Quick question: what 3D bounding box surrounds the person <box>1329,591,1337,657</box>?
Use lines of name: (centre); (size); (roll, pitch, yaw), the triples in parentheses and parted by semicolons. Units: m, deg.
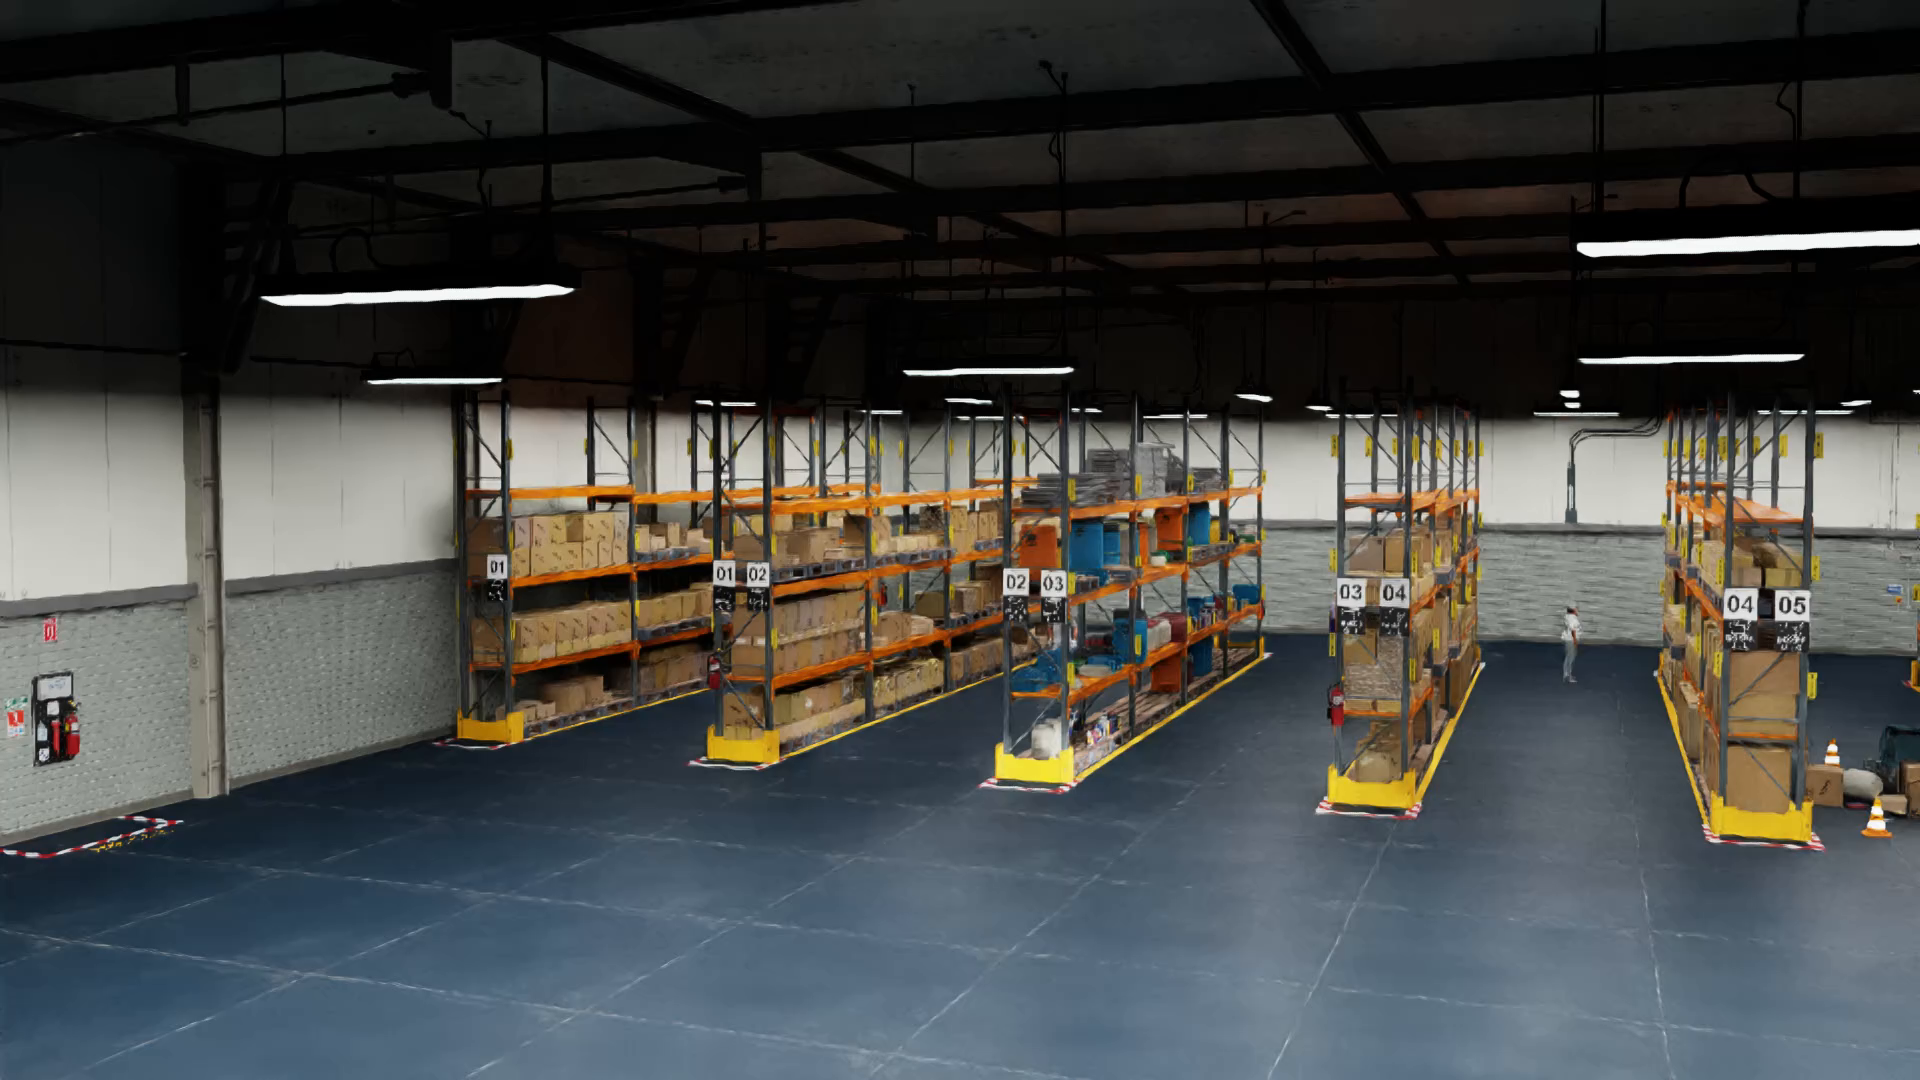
person: (9.127, 2.007, 40.016); (0.493, 1.576, 1.000); (1, 3, 20)

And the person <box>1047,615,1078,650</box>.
person: (2.168, 2.191, 35.408); (0.671, 1.742, 0.552); (1, 3, 18)

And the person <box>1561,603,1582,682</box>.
person: (13.128, 2.192, 35.710); (0.391, 1.665, 0.614); (0, 3, 5)

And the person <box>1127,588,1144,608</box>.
person: (4.579, 1.785, 43.525); (0.500, 1.625, 0.997); (1, 3, 19)
